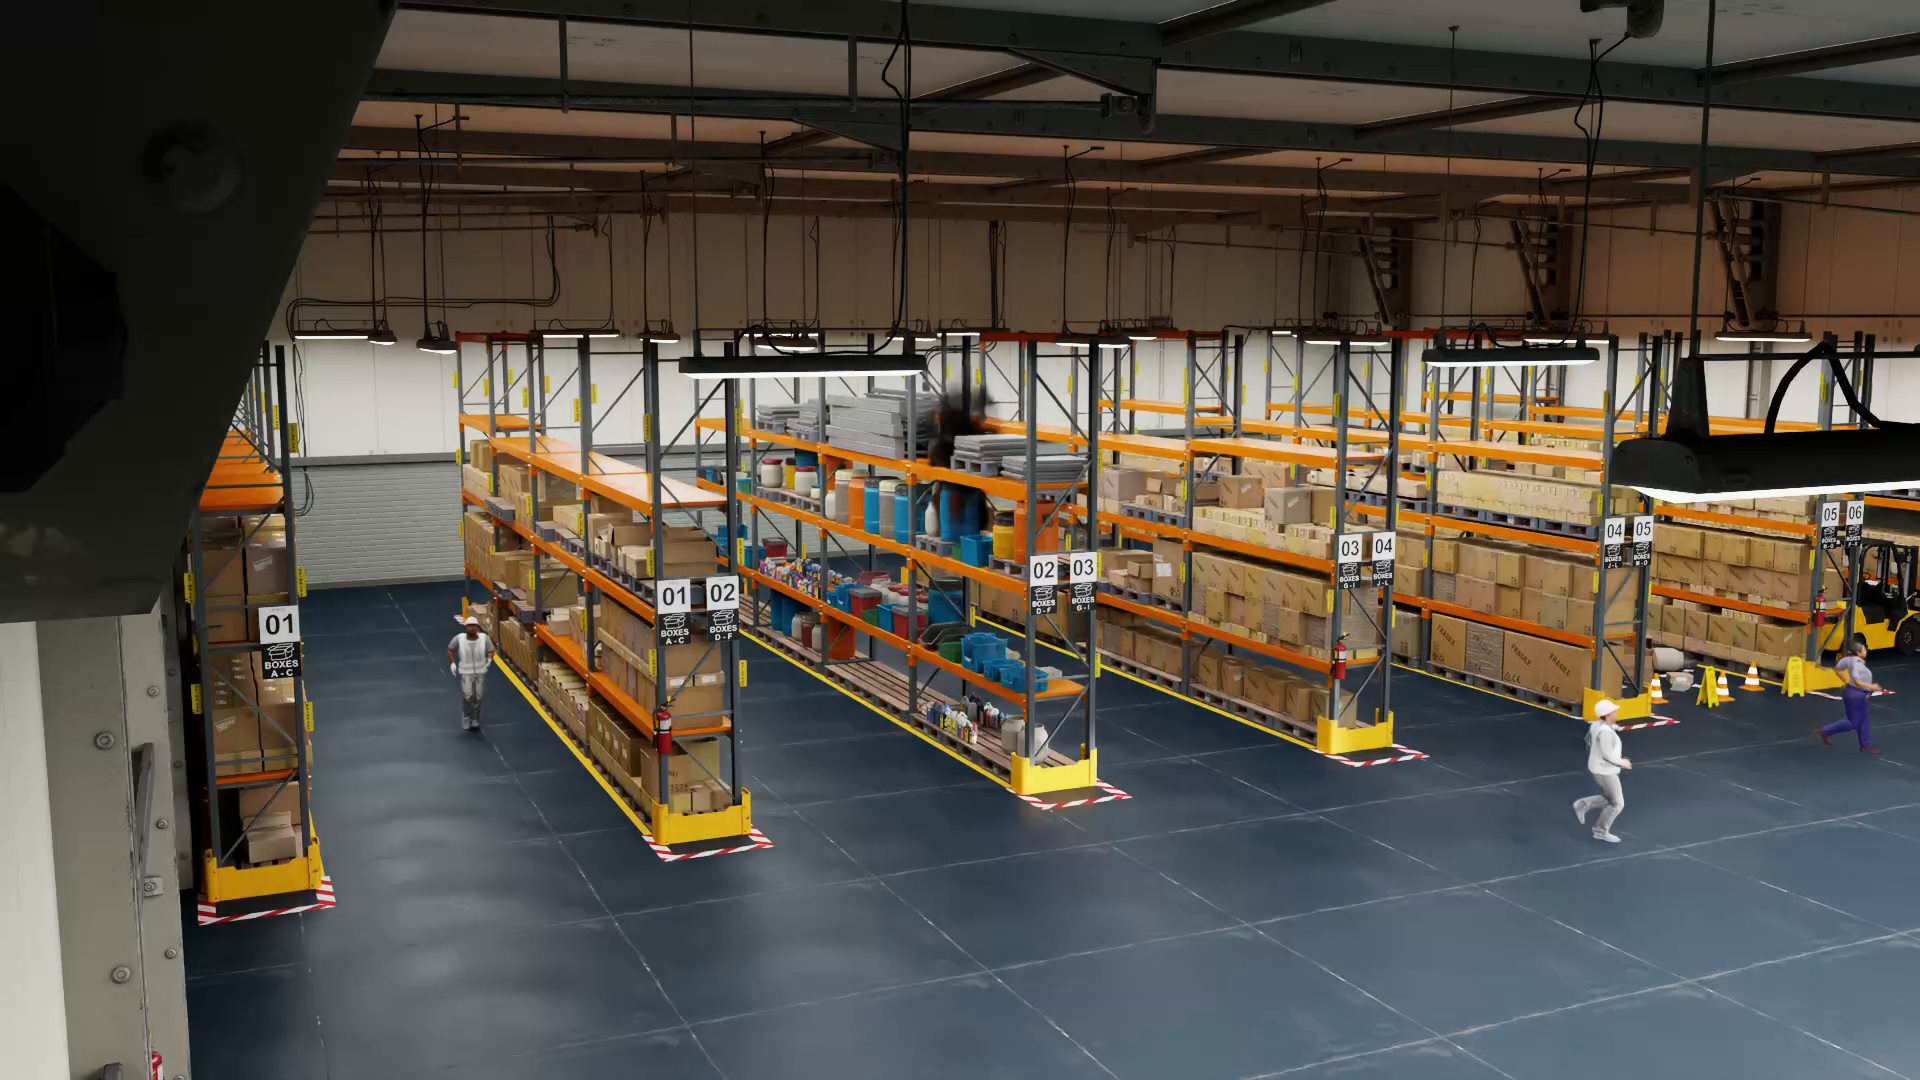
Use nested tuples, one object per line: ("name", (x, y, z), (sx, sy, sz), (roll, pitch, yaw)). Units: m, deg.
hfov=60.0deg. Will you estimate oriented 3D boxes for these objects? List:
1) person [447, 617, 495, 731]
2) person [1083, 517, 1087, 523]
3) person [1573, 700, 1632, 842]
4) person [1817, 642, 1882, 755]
("person", (-7.422, 2.045, 25.383), (0.679, 1.765, 0.660), (-4, 9, -27))
("person", (3.253, -0.084, 41.733), (0.512, 1.643, 0.664), (-5, 9, -32))
("person", (7.781, 2.783, 20.121), (0.609, 1.734, 0.691), (1, 8, 8))
("person", (12.914, 2.296, 24.064), (0.902, 1.632, 0.612), (2, 8, 17))
